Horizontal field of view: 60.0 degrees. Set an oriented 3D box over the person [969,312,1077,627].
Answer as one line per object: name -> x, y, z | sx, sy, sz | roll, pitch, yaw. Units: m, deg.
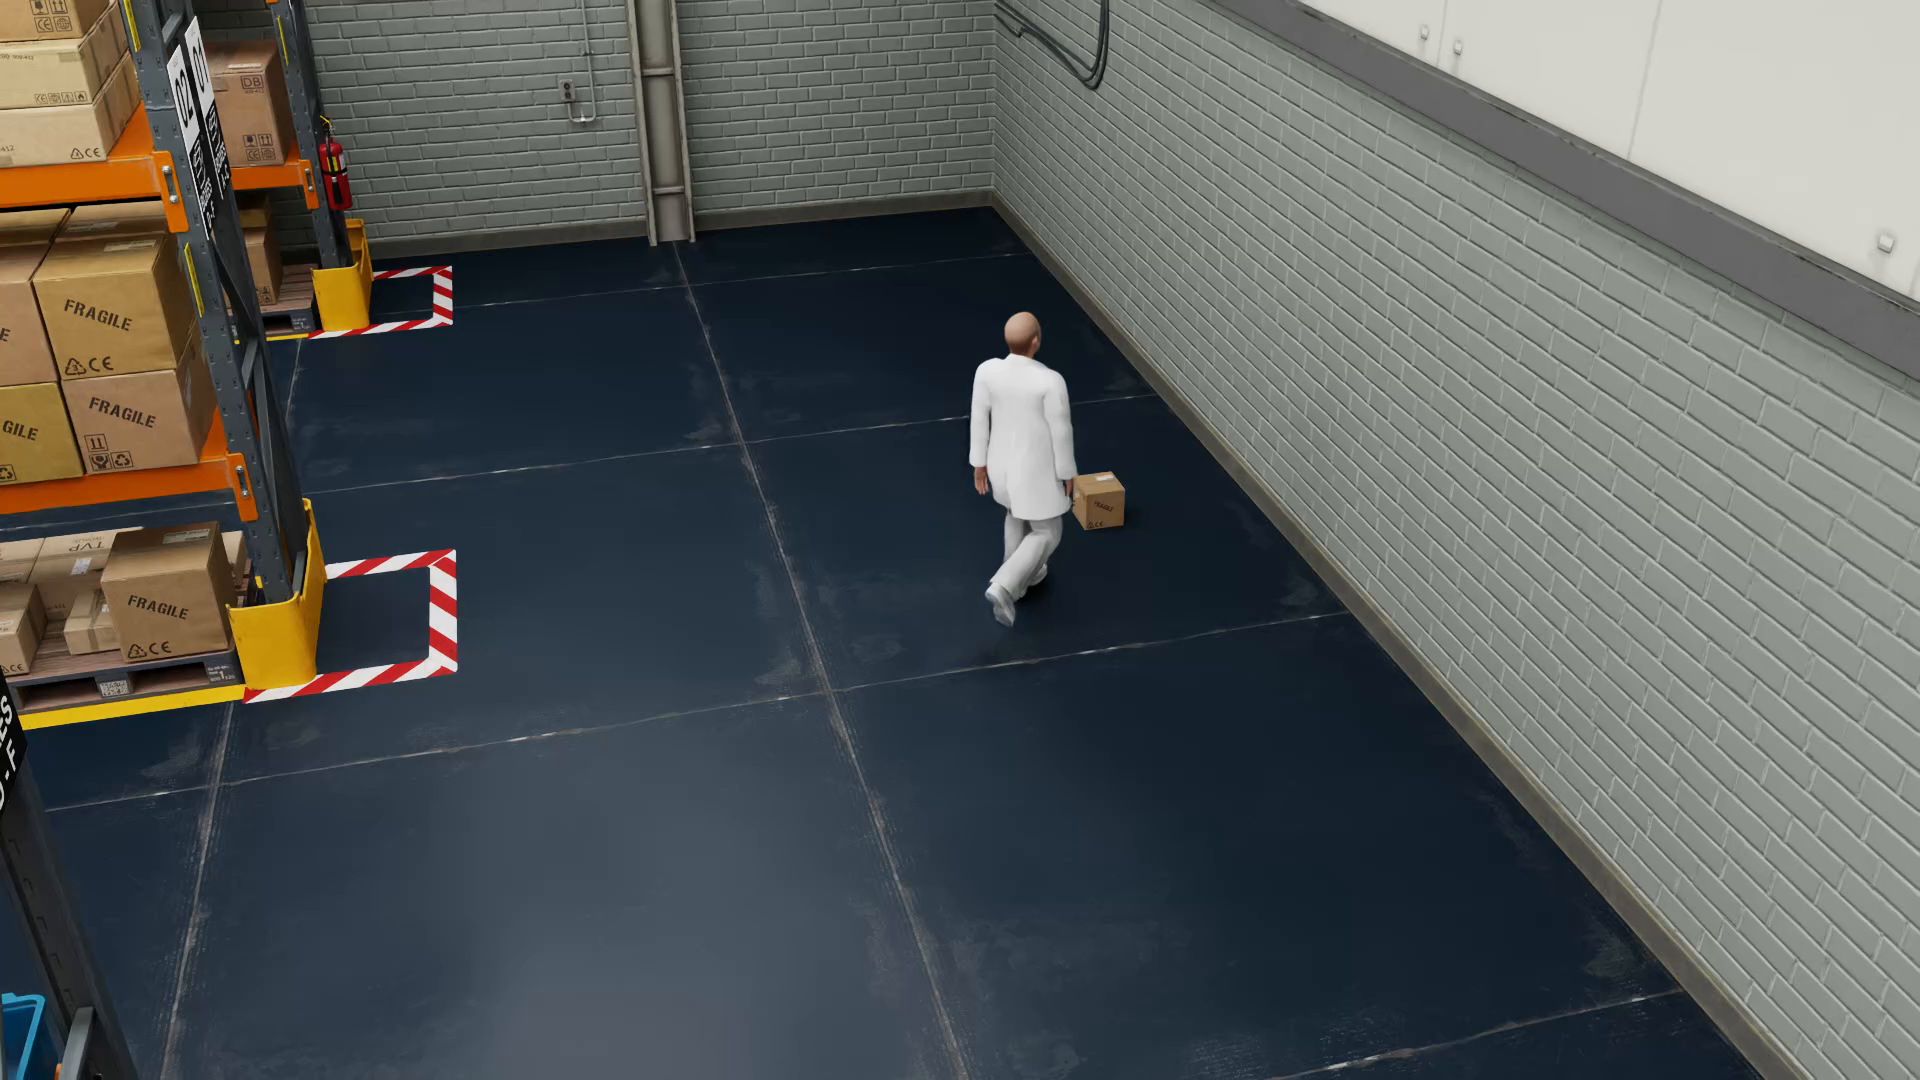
person -> 0.320, -0.351, 8.904 | 0.590, 1.703, 0.873 | 19, 35, 29
